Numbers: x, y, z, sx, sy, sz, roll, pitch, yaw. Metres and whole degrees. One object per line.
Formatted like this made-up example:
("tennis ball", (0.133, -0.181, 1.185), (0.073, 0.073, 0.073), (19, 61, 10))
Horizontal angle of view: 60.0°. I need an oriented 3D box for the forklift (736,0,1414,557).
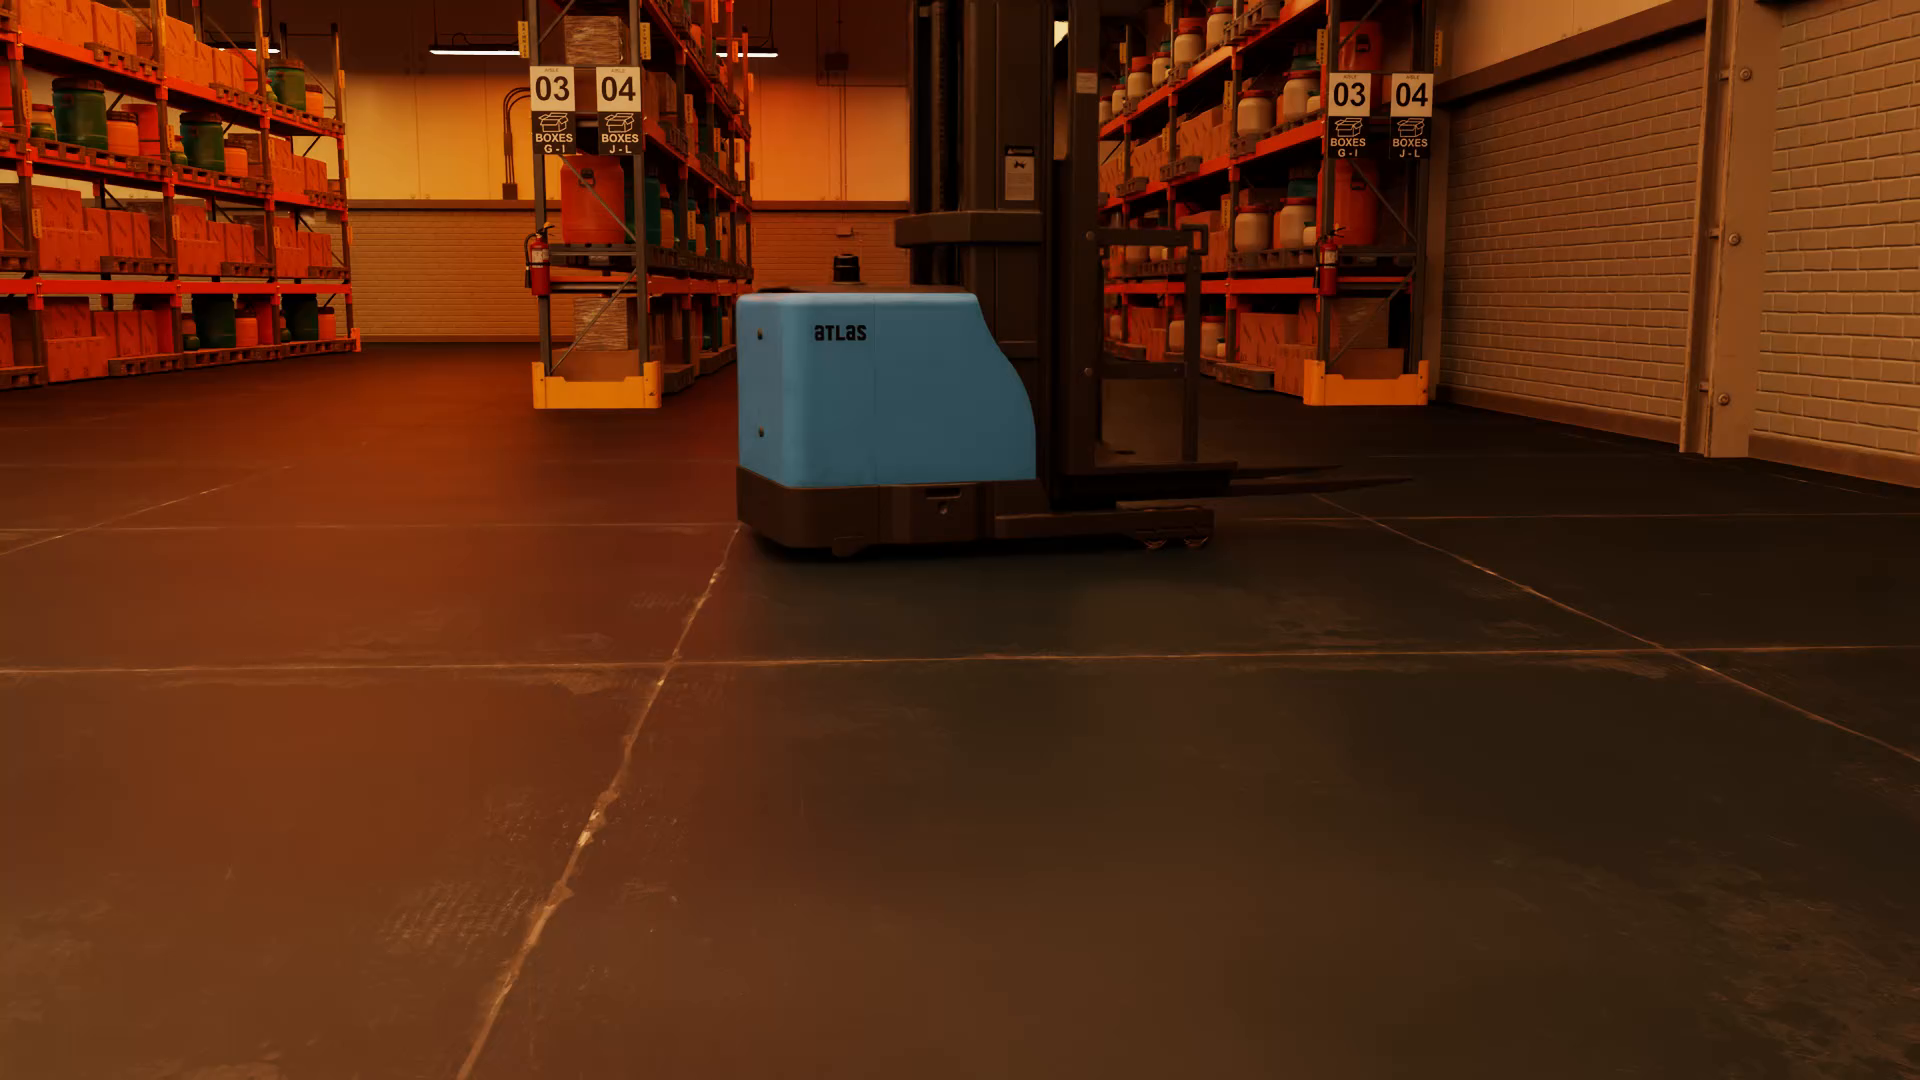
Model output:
("forklift", (0.571, -1.488, 7.350), (3.031, 2.935, 1.130), (-3, 9, -19))
